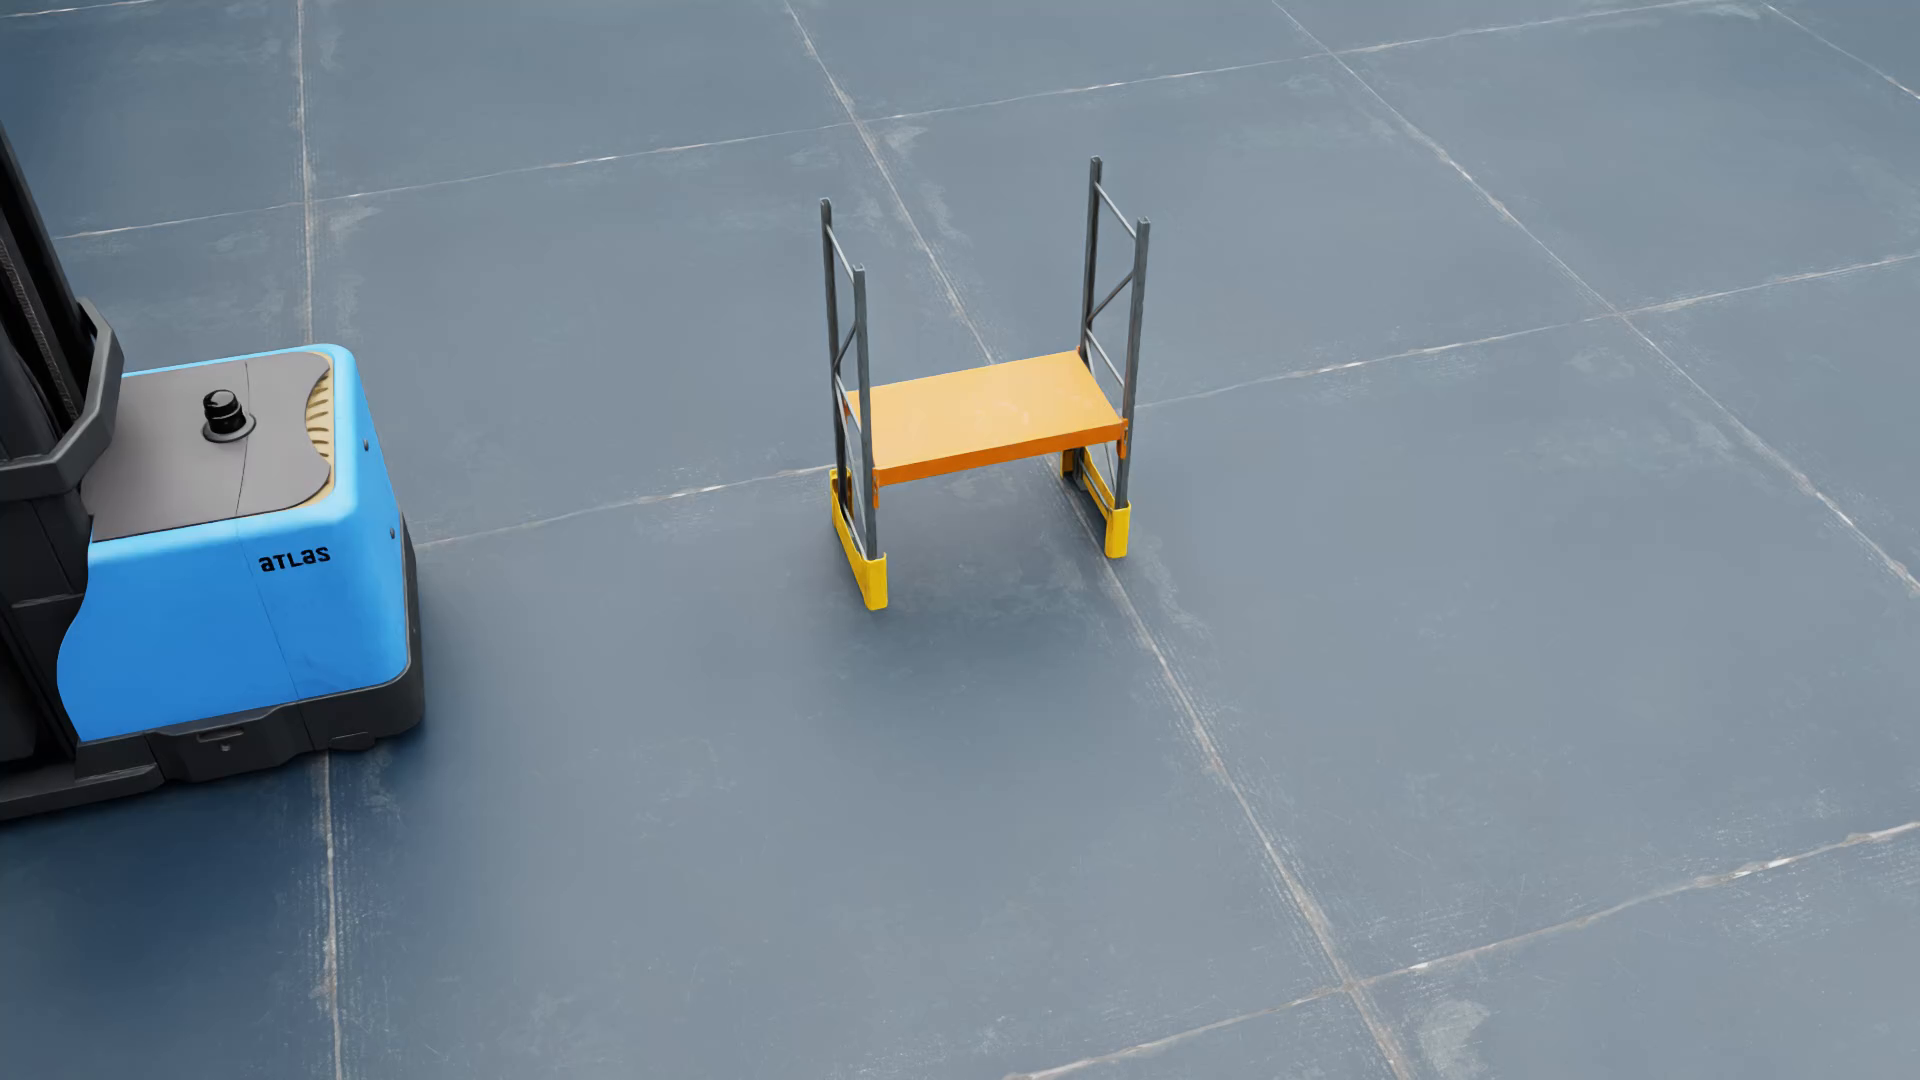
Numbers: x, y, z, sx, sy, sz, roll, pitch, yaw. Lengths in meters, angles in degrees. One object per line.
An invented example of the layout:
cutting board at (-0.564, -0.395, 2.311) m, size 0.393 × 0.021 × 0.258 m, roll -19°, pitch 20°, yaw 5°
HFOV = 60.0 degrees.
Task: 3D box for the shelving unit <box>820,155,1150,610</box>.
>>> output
shelving unit at (0.073, -0.580, 6.274) m, size 1.083 × 1.500 × 0.587 m, roll -12°, pitch 42°, yaw -13°

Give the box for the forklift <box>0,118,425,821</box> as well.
forklift at (-3.487, -0.439, 5.025) m, size 3.031 × 2.935 × 1.130 m, roll -11°, pitch 42°, yaw -12°

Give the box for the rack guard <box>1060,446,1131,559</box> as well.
rack guard at (0.548, -0.208, 6.798) m, size 0.087 × 0.250 × 0.587 m, roll -12°, pitch 42°, yaw -13°

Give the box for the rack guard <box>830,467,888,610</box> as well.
rack guard at (-0.402, -0.011, 6.572) m, size 0.087 × 0.250 × 0.587 m, roll -12°, pitch 42°, yaw -13°

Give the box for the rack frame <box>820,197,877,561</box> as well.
rack frame at (-0.404, -0.481, 6.161) m, size 0.032 × 1.500 × 0.500 m, roll -12°, pitch 42°, yaw -13°

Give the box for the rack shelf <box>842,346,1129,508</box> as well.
rack shelf at (0.081, -0.446, 6.394) m, size 1.000 × 0.185 × 0.538 m, roll -12°, pitch 42°, yaw -13°

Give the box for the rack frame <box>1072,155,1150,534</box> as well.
rack frame at (0.566, -0.682, 6.391) m, size 0.032 × 1.500 × 0.500 m, roll -12°, pitch 42°, yaw -13°
